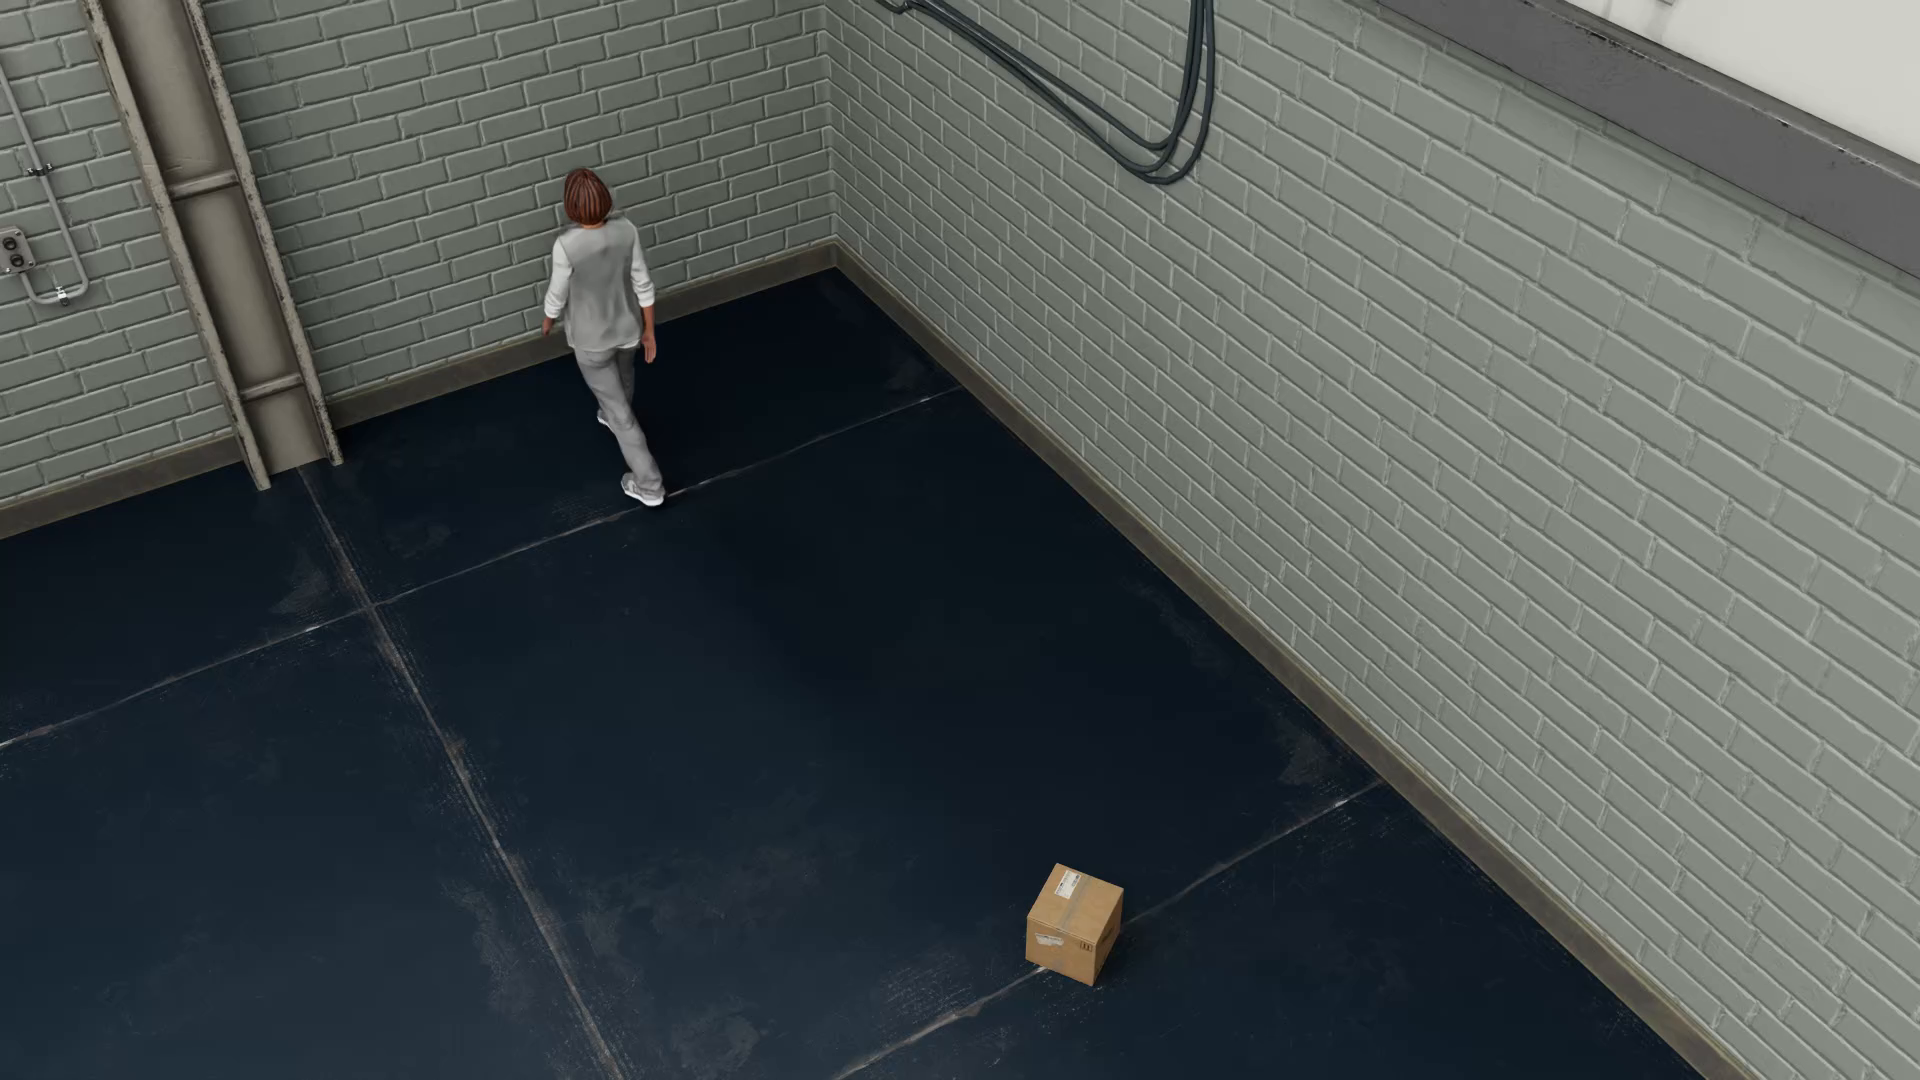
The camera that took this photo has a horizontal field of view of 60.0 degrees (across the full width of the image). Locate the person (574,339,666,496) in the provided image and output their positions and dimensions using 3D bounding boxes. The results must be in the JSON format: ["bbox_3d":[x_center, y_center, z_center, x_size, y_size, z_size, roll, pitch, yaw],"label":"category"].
[{"bbox_3d":[-1.532,-0.682,7.379,0.351,0.800,0.708,-27,48,-27],"label":"person"}]
